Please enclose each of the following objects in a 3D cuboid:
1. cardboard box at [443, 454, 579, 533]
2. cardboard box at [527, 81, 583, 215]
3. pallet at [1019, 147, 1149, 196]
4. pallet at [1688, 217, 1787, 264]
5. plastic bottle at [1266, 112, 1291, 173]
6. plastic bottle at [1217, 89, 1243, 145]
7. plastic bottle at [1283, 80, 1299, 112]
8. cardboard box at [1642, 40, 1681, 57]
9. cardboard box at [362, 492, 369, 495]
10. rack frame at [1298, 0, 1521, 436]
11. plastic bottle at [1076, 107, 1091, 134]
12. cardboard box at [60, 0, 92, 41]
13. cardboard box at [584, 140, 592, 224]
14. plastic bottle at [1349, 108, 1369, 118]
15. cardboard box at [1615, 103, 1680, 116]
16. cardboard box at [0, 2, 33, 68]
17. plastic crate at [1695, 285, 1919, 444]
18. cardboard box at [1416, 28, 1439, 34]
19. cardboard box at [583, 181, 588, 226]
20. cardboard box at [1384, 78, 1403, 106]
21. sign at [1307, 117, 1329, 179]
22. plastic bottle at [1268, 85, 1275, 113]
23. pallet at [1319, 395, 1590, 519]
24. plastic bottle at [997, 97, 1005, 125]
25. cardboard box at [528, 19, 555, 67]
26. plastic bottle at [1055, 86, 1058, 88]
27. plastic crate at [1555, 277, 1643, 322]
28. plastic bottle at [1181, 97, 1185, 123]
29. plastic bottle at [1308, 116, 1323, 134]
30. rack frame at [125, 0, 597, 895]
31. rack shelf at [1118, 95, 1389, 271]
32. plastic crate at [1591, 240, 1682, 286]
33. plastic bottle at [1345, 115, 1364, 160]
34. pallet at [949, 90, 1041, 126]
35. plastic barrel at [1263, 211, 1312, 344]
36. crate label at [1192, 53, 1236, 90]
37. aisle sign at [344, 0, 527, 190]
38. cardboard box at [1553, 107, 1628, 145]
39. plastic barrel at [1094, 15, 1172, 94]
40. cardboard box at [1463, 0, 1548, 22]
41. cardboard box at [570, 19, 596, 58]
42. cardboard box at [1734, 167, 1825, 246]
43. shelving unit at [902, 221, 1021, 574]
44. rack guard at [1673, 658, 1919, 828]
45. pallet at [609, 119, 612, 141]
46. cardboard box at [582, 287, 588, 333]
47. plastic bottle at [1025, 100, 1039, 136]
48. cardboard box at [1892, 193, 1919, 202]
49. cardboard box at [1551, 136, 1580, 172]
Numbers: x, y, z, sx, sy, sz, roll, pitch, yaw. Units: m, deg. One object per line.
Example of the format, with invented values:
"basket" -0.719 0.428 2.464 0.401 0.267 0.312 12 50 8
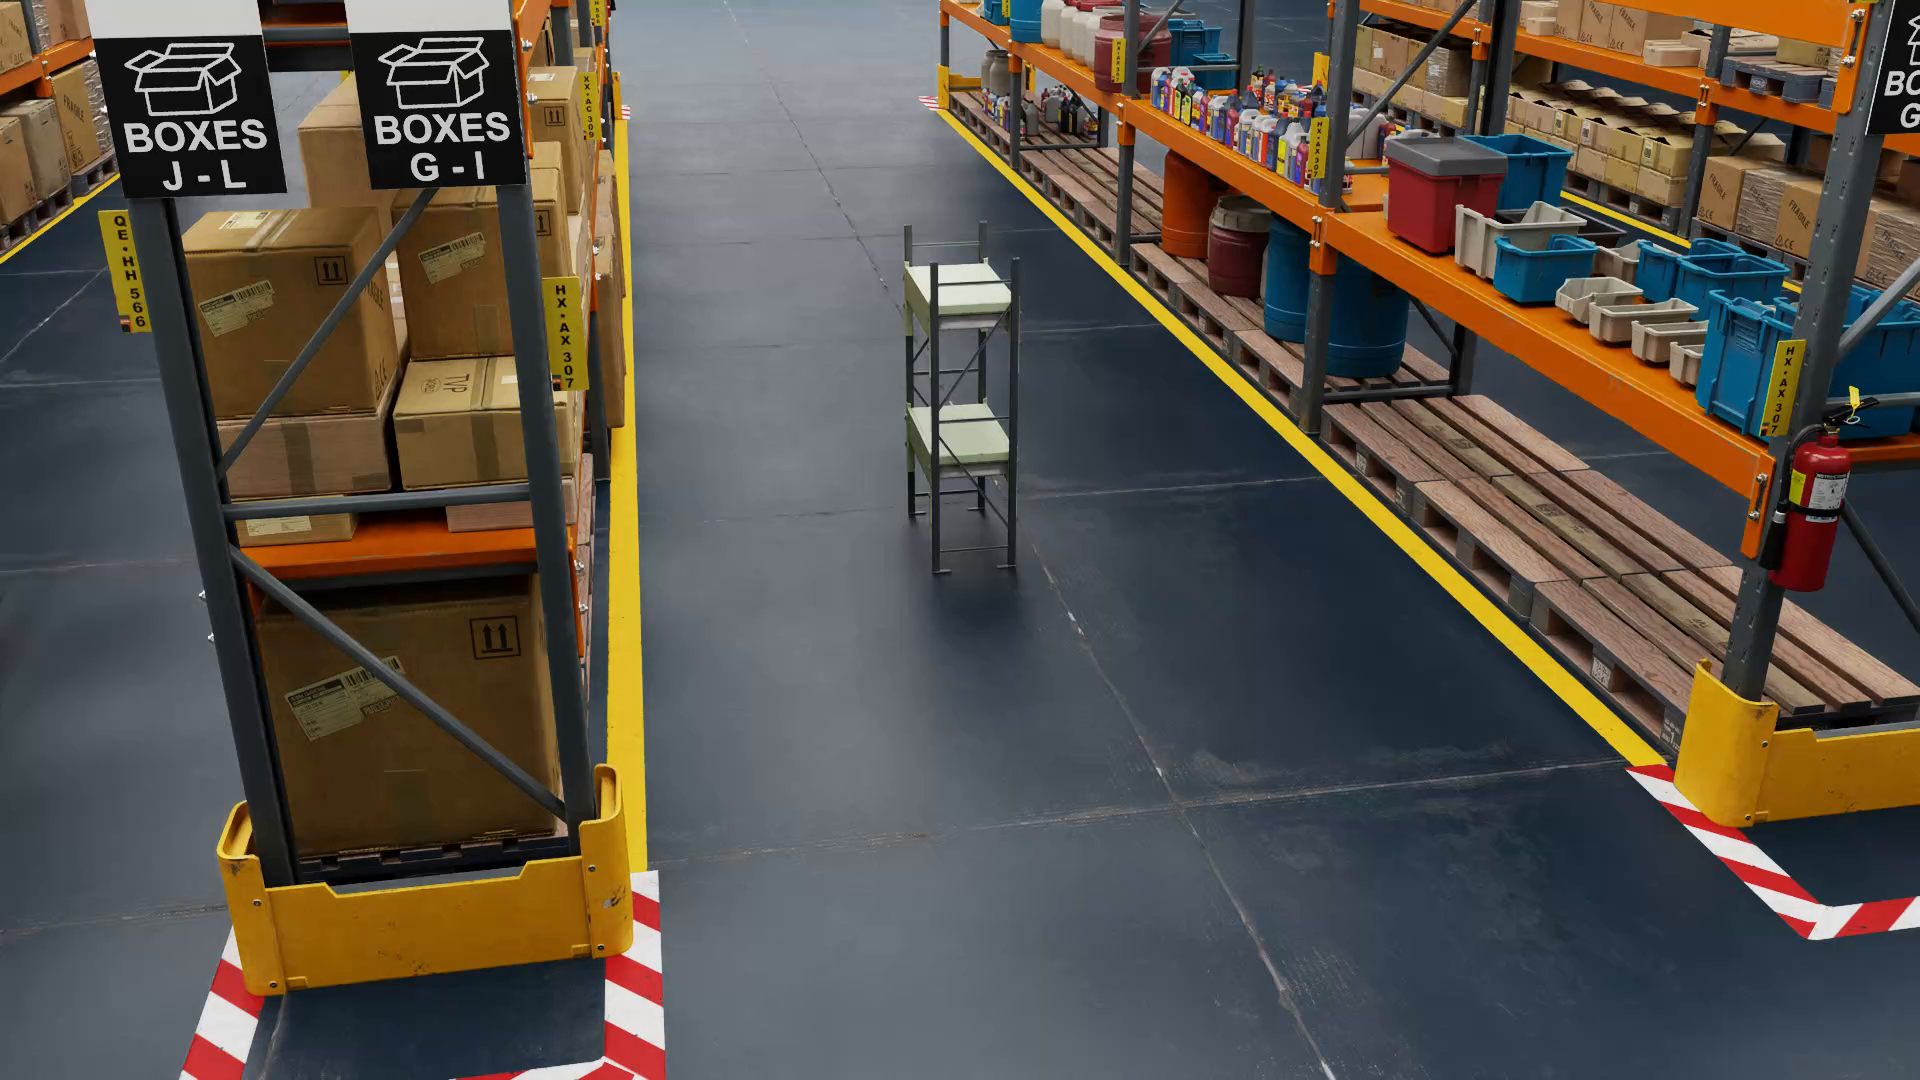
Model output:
"cardboard box" -1.385 -0.149 5.156 0.380 0.149 0.250 -4 24 -9
"cardboard box" -1.947 -1.726 7.333 0.500 0.500 0.500 -4 24 -9
"pallet" 1.188 -3.602 16.234 1.003 0.211 1.213 -4 24 -10
"pallet" 6.714 -2.404 13.490 1.003 0.211 1.213 -4 24 -10
"plastic bottle" 1.958 -2.427 10.121 0.144 0.351 0.185 -4 24 -10
"plastic bottle" 1.789 -2.788 10.946 0.144 0.351 0.185 -4 24 -10
"plastic bottle" 2.356 -3.136 11.843 0.097 0.271 0.097 0 24 0
"cardboard box" 6.322 -4.360 14.800 0.380 0.149 0.250 -3 24 -6
"cardboard box" -2.083 -0.202 5.279 0.380 0.149 0.250 -4 24 -9
"rack frame" 2.484 -2.040 9.172 1.000 3.000 0.127 -4 24 -10
"plastic bottle" 1.290 -4.423 17.482 0.152 0.276 0.135 -3 24 -8
"cardboard box" -8.944 -5.141 16.086 0.875 0.550 0.550 -4 24 -10
"cardboard box" -2.223 -1.918 8.769 0.500 0.500 0.500 -4 24 -10
"plastic bottle" 2.559 -2.648 10.721 0.152 0.276 0.135 -4 24 -10
"cardboard box" 6.511 -4.004 15.880 0.500 0.311 0.500 -5 24 -10
"cardboard box" -8.397 -4.353 14.344 0.500 0.500 0.500 -4 24 -10
"plastic crate" 2.978 -0.628 5.821 0.616 0.435 0.499 -4 24 -10
"cardboard box" 5.724 -5.820 19.801 0.500 0.500 0.500 -4 24 -10
"cardboard box" -2.044 -1.586 7.950 0.500 0.250 0.500 -5 24 -11
"cardboard box" 5.290 -5.240 19.410 0.500 0.250 0.500 -4 24 -10
"sign" 1.943 -2.126 9.025 0.100 0.325 0.005 -4 24 -10
"plastic bottle" 2.302 -3.219 12.120 0.097 0.201 0.097 0 24 0
"pallet" 2.658 -0.475 9.075 1.003 0.211 1.213 -4 24 -10
"plastic bottle" 0.481 -4.638 17.976 0.152 0.276 0.135 -4 24 -9
"cardboard box" -2.510 -2.429 8.686 0.797 0.503 0.637 -5 24 -11
"plastic bottle" 1.075 -4.982 18.753 0.061 0.283 0.133 -4 24 -8
"plastic crate" 2.707 -1.018 7.088 0.298 0.136 0.250 -4 24 -10
"plastic bottle" 1.611 -3.046 11.724 0.097 0.201 0.097 0 24 0
"plastic bottle" 2.134 -2.365 9.979 0.144 0.351 0.185 -4 24 -10
"rack frame" -1.644 -0.100 4.730 1.000 3.000 0.127 -4 24 -10
"rack shelf" 2.114 -2.497 11.117 1.077 0.370 4.000 -4 24 -10
"plastic crate" 3.101 -1.284 7.696 0.293 0.136 0.466 -4 24 -10
"plastic bottle" 2.452 -2.546 10.487 0.152 0.276 0.135 -4 24 -10
"pallet" 0.470 -5.135 19.745 1.003 0.211 1.213 -4 24 -10
"plastic barrel" 2.269 -1.764 10.639 0.600 0.901 0.708 -4 24 -10
"crate label" 2.035 -3.730 13.251 0.303 0.233 0.416 -4 24 -10
"aisle sign" -1.336 -1.285 4.196 0.394 0.787 0.004 -4 24 -10
"cardboard box" 5.990 -3.955 15.768 0.500 0.311 0.500 -4 24 -8
"plastic barrel" 1.361 -3.835 13.114 0.600 0.536 0.708 -4 24 -10
"cardboard box" 5.785 -5.771 17.592 0.700 0.500 0.500 -5 24 -11
"cardboard box" -3.207 -4.046 13.430 0.500 0.250 0.500 -5 24 -11
"cardboard box" 6.518 -2.628 13.094 0.500 0.500 0.500 -5 24 -12
"shelving unit" -0.001 -0.690 7.956 0.431 1.500 0.755 -4 24 -10
"rack guard" 3.241 0.688 6.051 1.175 0.500 0.348 -4 24 -10
"pallet" -4.251 -4.284 17.796 1.003 0.211 1.213 -4 24 -10
"cardboard box" -1.767 -0.957 7.007 0.380 0.149 0.250 -5 24 -11
"plastic bottle" 0.744 -4.417 17.375 0.144 0.351 0.185 -4 24 -10
"cardboard box" 7.215 -2.274 12.283 0.500 0.500 0.500 -5 24 -12
"cardboard box" 5.989 -3.702 15.889 0.500 0.250 0.500 -4 24 -9
